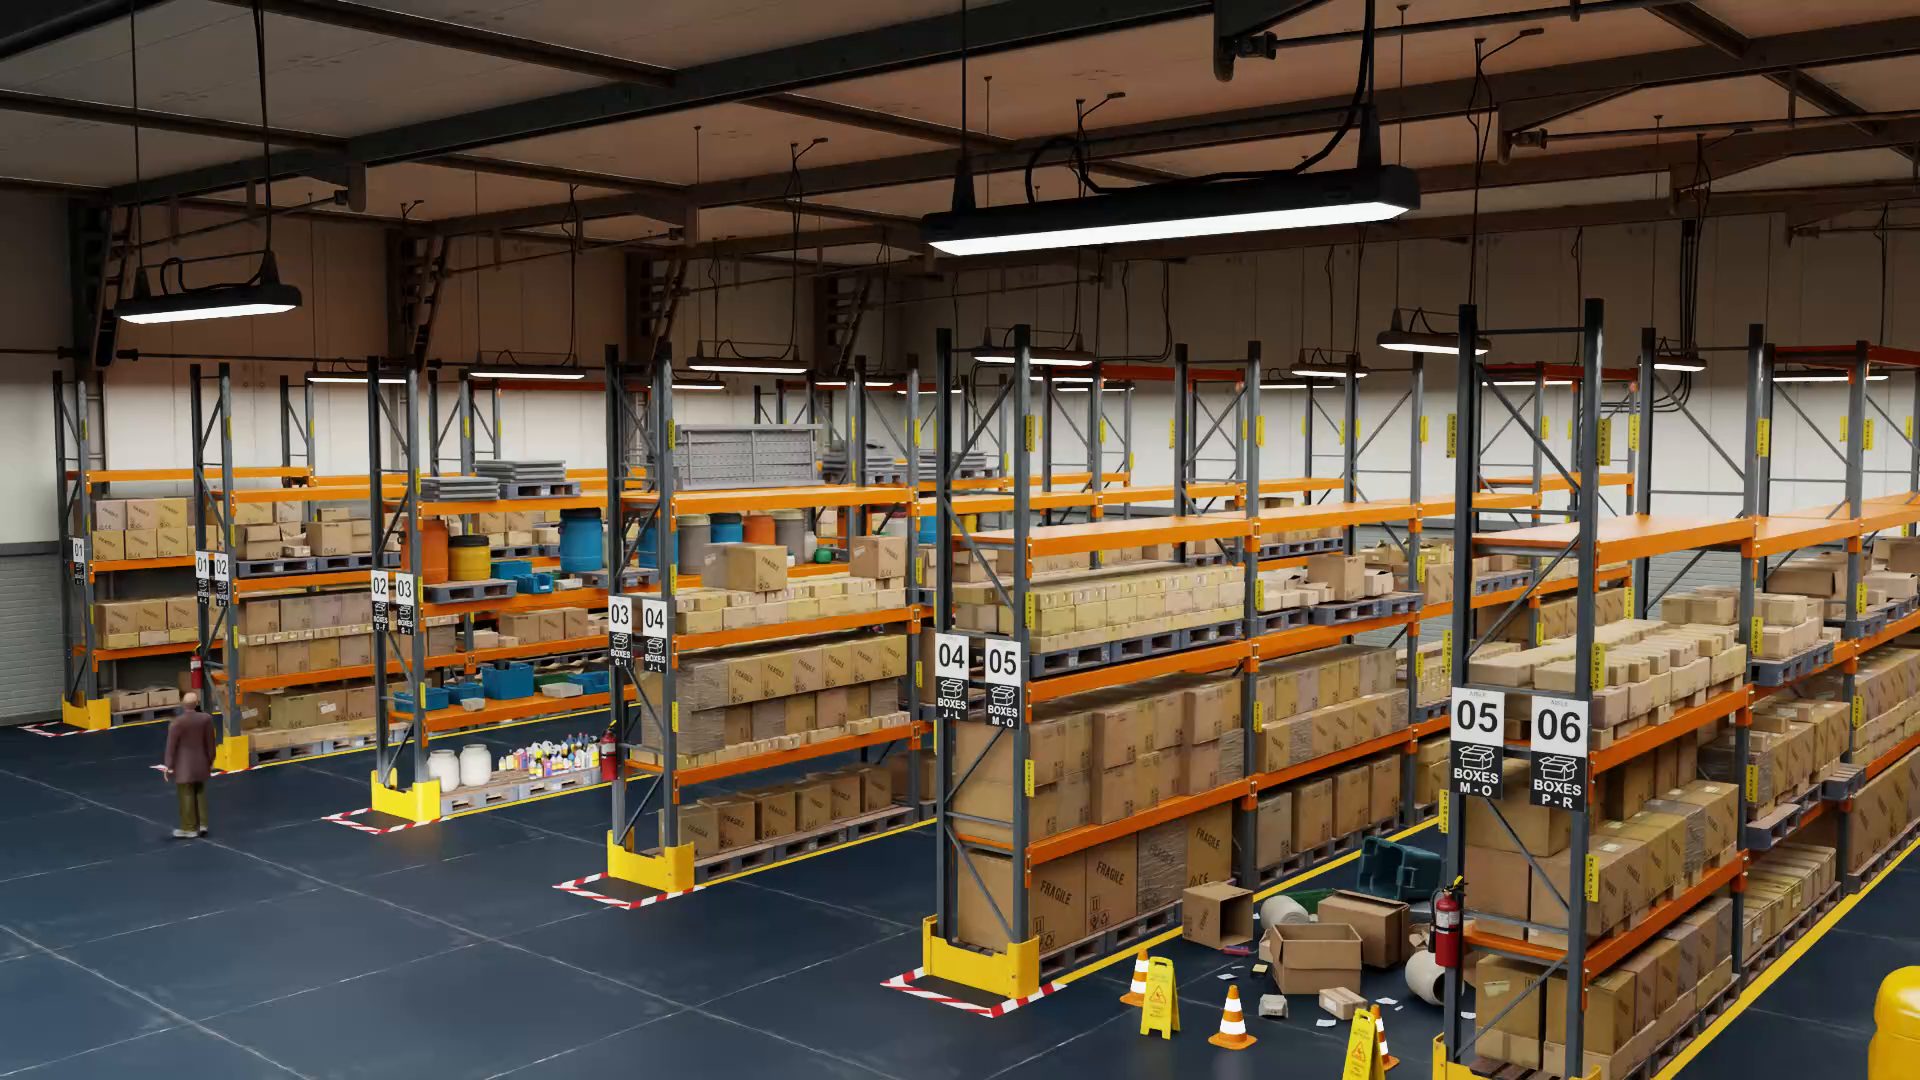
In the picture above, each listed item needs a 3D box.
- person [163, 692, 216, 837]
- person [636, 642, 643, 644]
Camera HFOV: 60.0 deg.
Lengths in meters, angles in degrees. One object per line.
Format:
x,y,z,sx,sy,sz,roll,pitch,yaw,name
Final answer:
-9.548,2.796,20.613,0.408,1.820,0.677,3,5,34,person
-6.334,1.942,33.488,0.545,1.630,0.598,-1,4,-13,person
